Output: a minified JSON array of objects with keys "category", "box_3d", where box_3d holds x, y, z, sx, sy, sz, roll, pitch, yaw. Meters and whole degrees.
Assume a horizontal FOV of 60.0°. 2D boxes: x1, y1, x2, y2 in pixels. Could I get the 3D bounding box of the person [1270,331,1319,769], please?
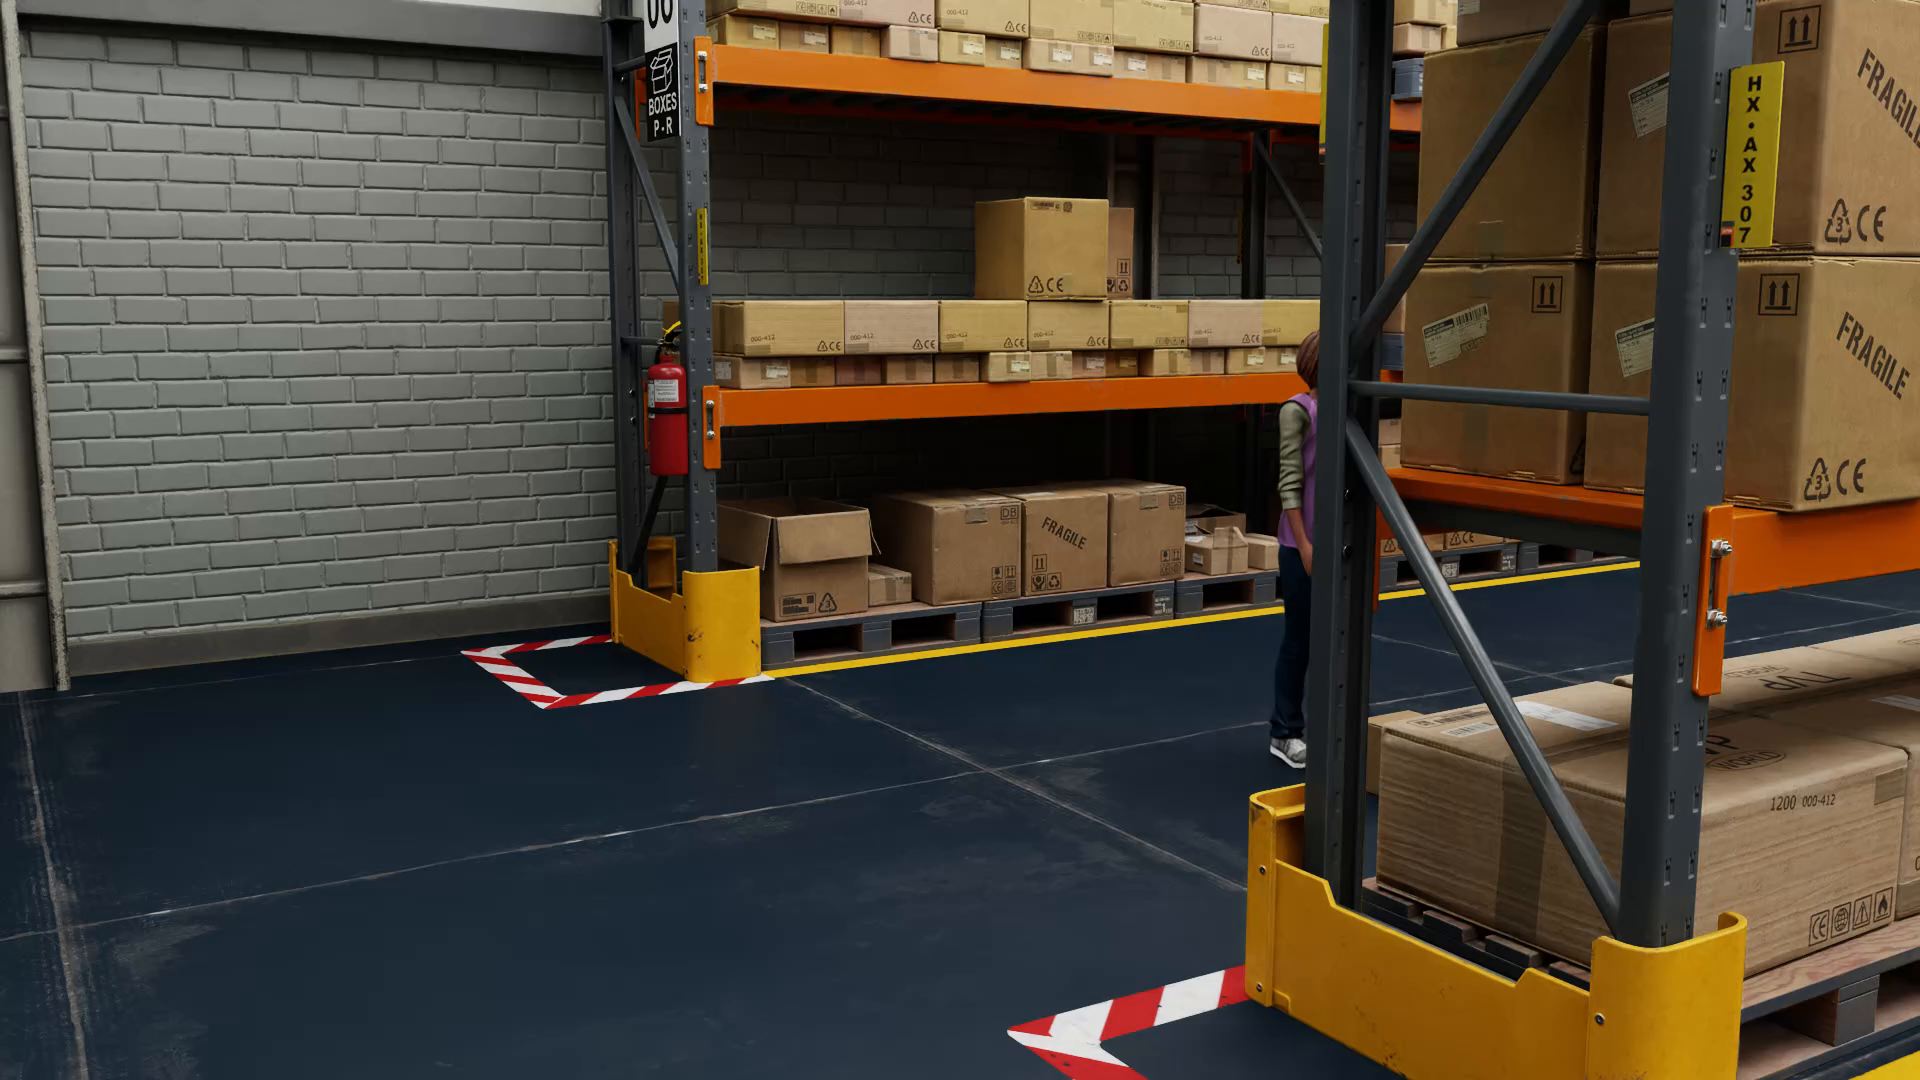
[{"category":"person","box_3d":[1.358,0.040,6.100,0.432,1.613,0.379,-5,10,-30]}]
